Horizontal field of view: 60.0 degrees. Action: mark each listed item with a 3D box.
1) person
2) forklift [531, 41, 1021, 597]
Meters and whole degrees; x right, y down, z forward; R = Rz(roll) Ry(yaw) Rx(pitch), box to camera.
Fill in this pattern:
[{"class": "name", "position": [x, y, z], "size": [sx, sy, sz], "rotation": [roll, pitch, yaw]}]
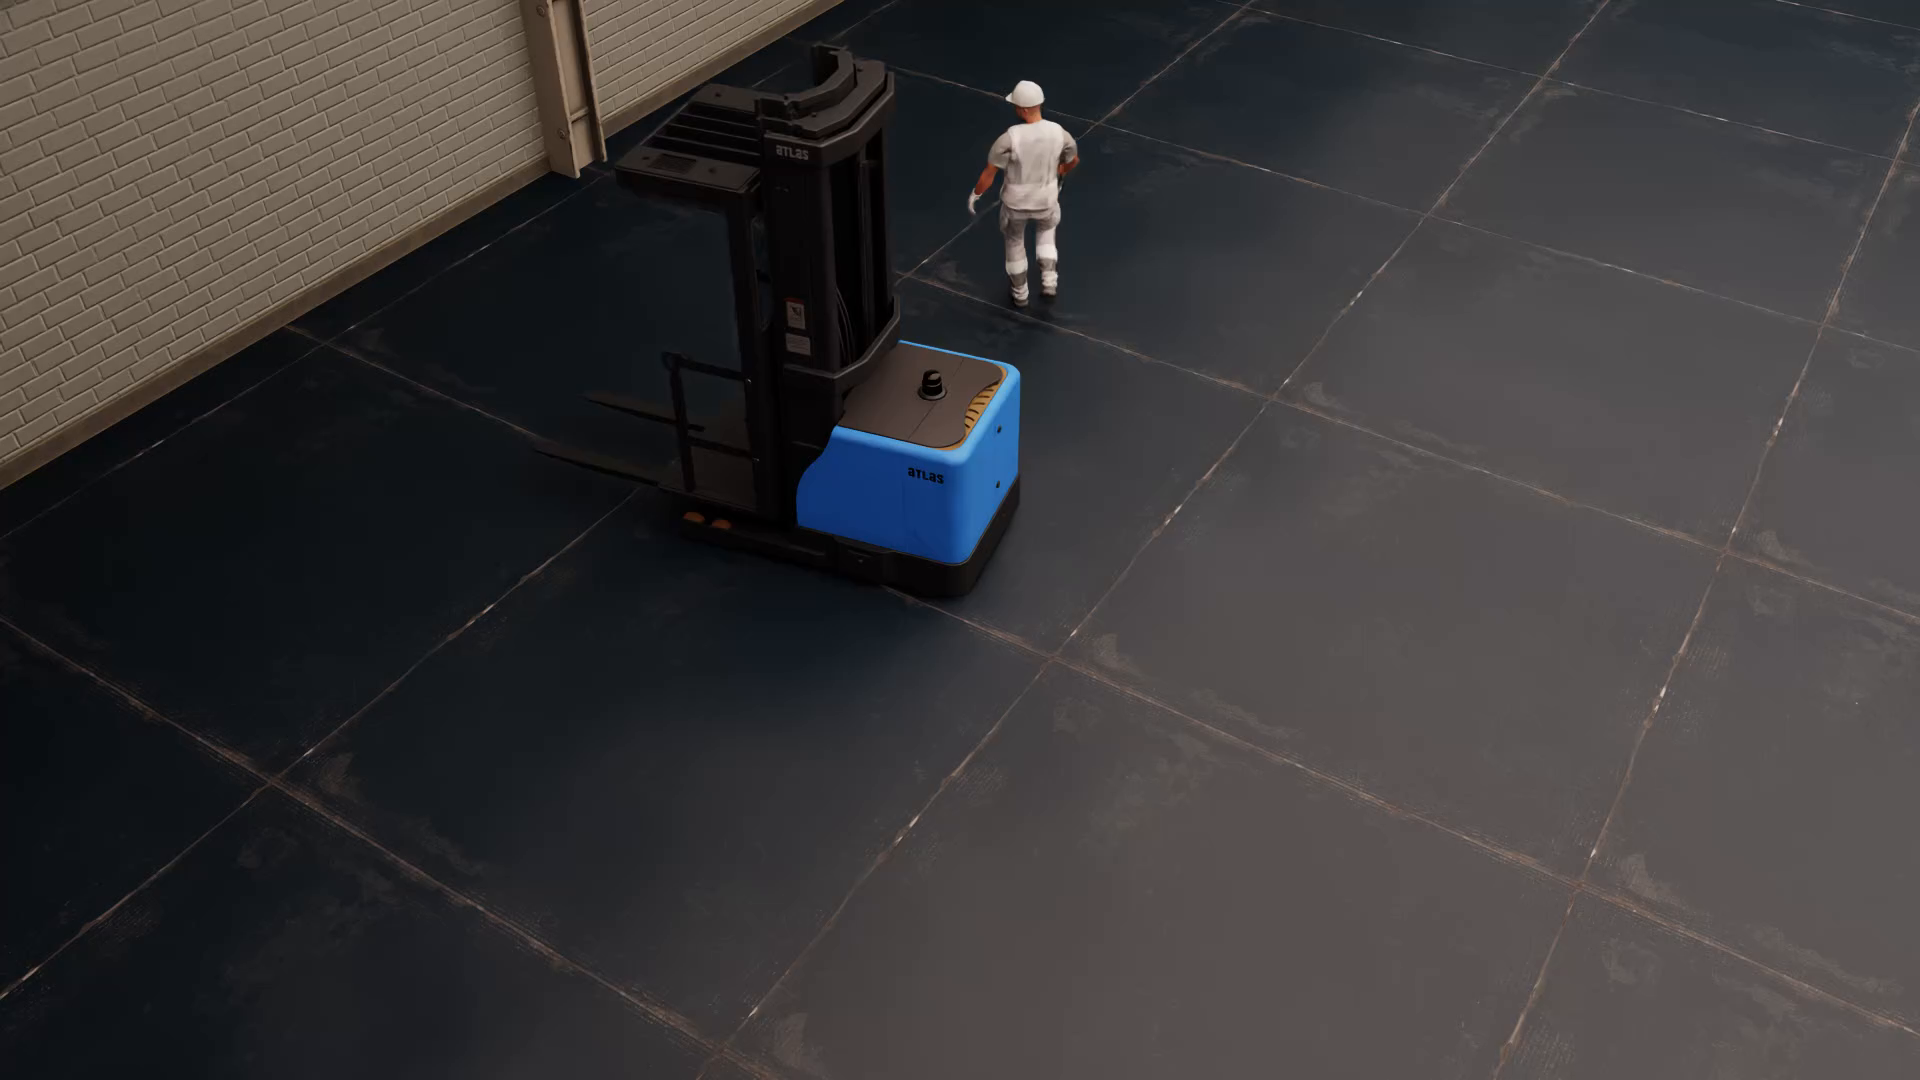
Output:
[{"class": "person", "position": [0.438, -2.434, 11.755], "size": [0.781, 1.748, 0.485], "rotation": [-3, 40, -3]}, {"class": "forklift", "position": [-1.200, -1.384, 9.600], "size": [3.031, 2.935, 1.130], "rotation": [14, 42, 16]}]
